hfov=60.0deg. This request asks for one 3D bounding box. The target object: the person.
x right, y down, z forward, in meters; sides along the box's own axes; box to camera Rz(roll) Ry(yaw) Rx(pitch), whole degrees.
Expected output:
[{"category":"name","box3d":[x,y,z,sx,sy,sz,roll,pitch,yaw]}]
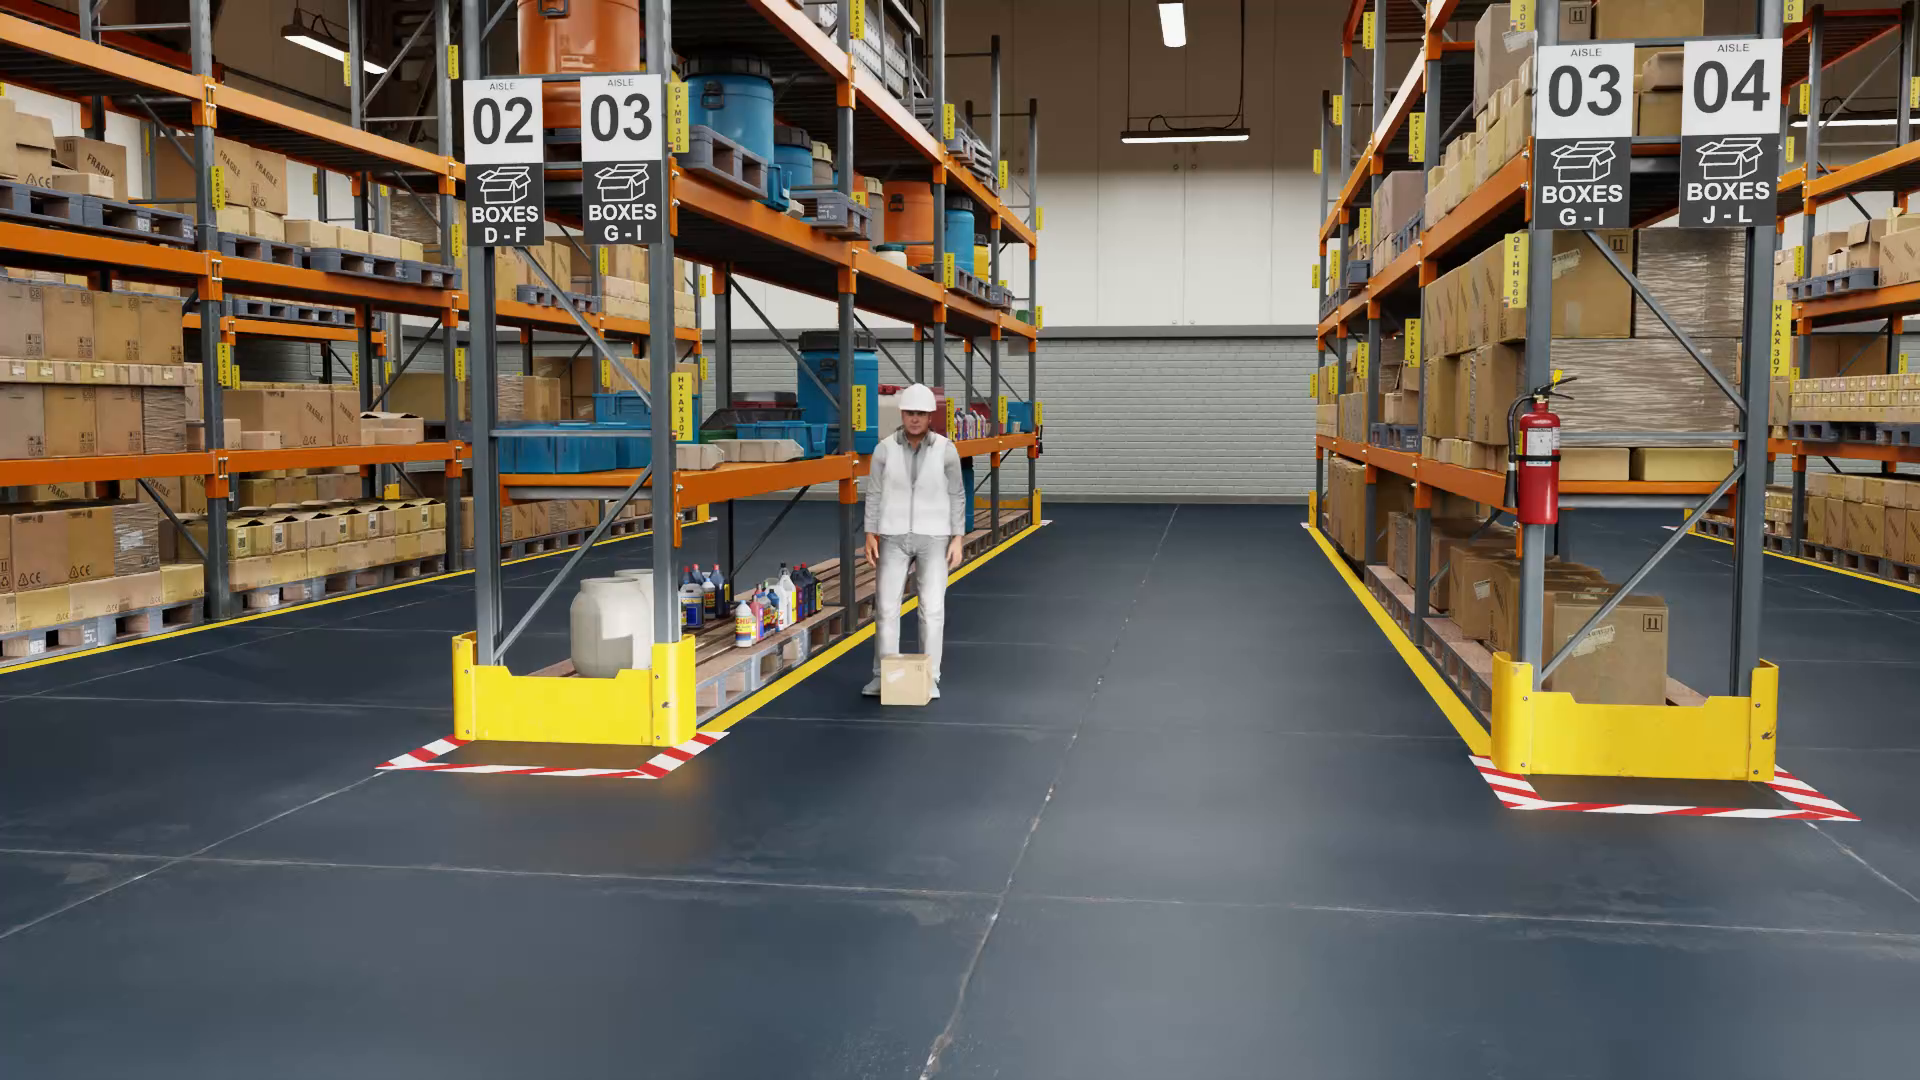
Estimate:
[{"category":"person","box3d":[-0.262,0.000,9.473,0.584,1.770,0.476,0,4,5]}]
